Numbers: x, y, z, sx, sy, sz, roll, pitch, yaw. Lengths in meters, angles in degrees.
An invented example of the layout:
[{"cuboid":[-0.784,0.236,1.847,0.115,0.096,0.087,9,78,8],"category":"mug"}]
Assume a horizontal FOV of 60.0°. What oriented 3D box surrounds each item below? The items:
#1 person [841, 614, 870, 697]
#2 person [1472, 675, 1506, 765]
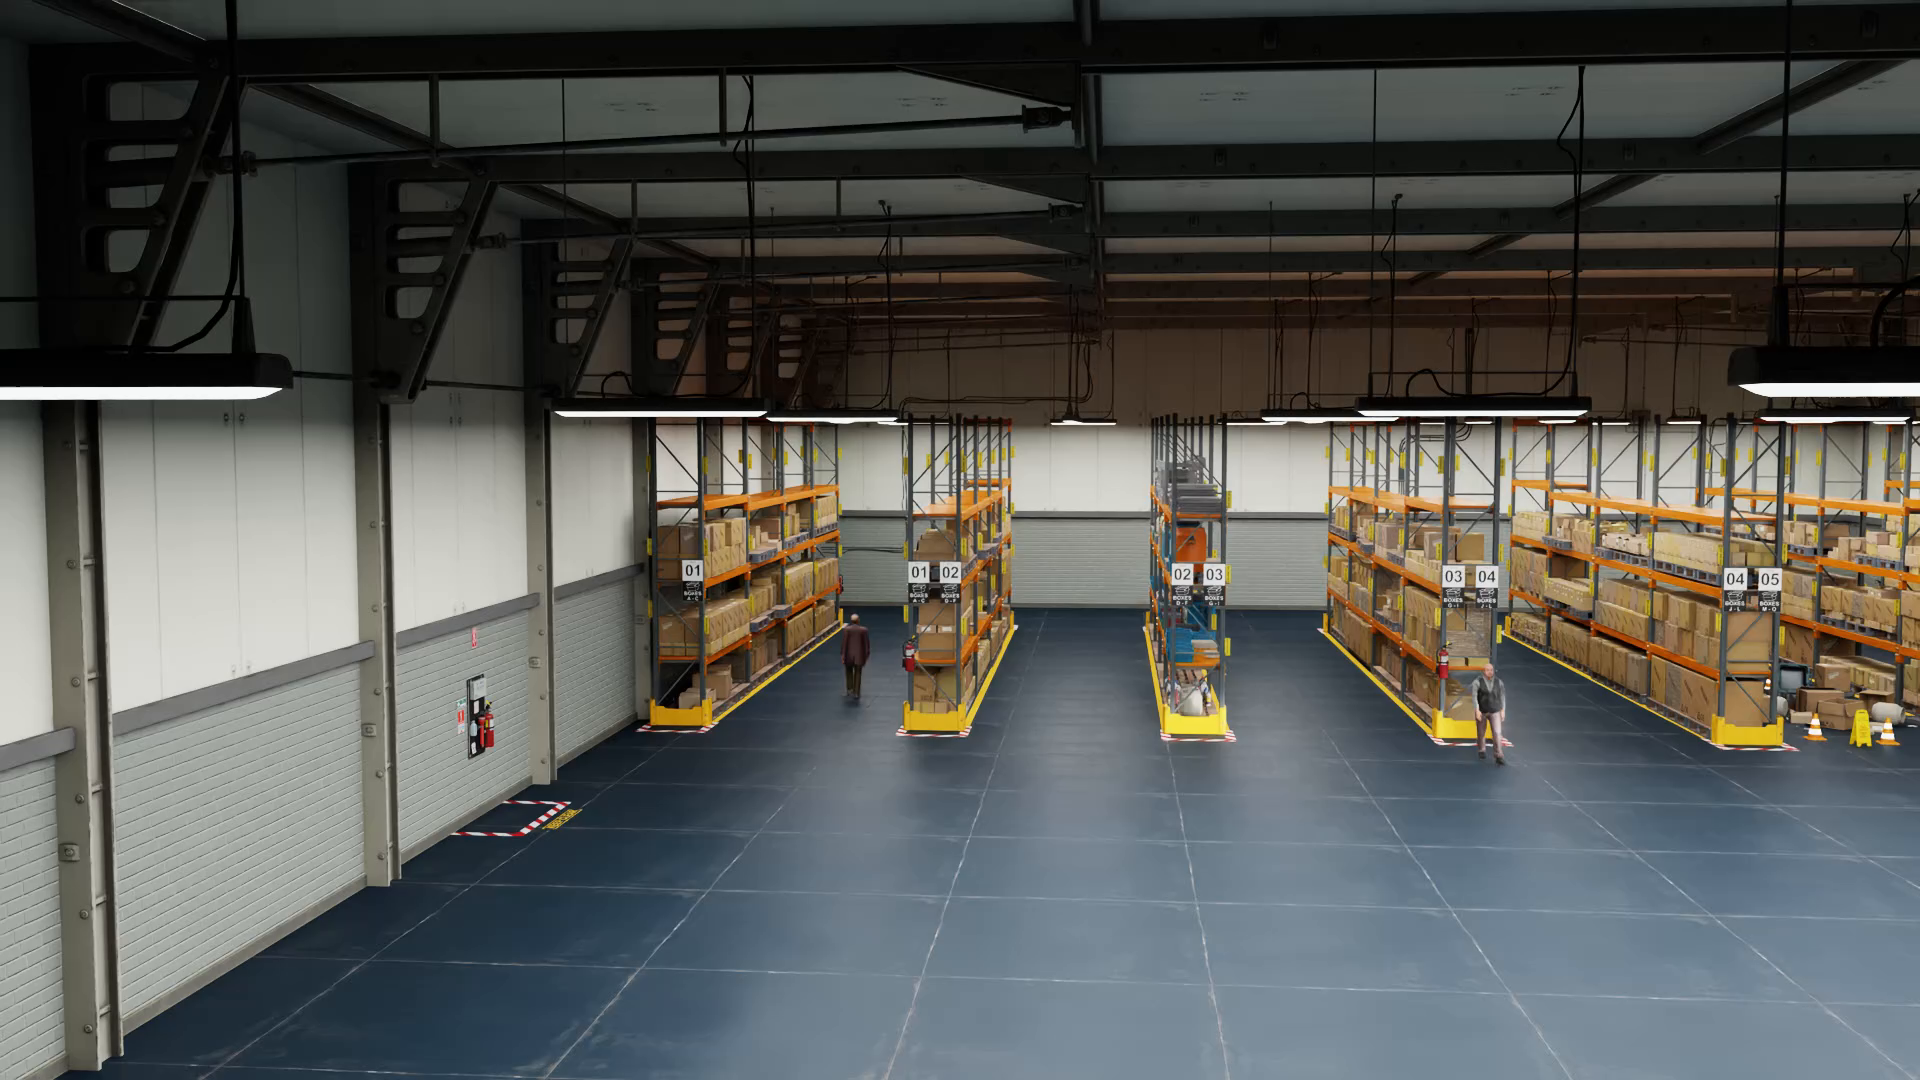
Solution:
[{"cuboid":[-2.220,2.475,35.316,0.626,1.815,0.594,0,4,-5],"category":"person"},{"cuboid":[9.020,3.044,28.360,0.569,1.480,0.960,1,4,12],"category":"person"}]
